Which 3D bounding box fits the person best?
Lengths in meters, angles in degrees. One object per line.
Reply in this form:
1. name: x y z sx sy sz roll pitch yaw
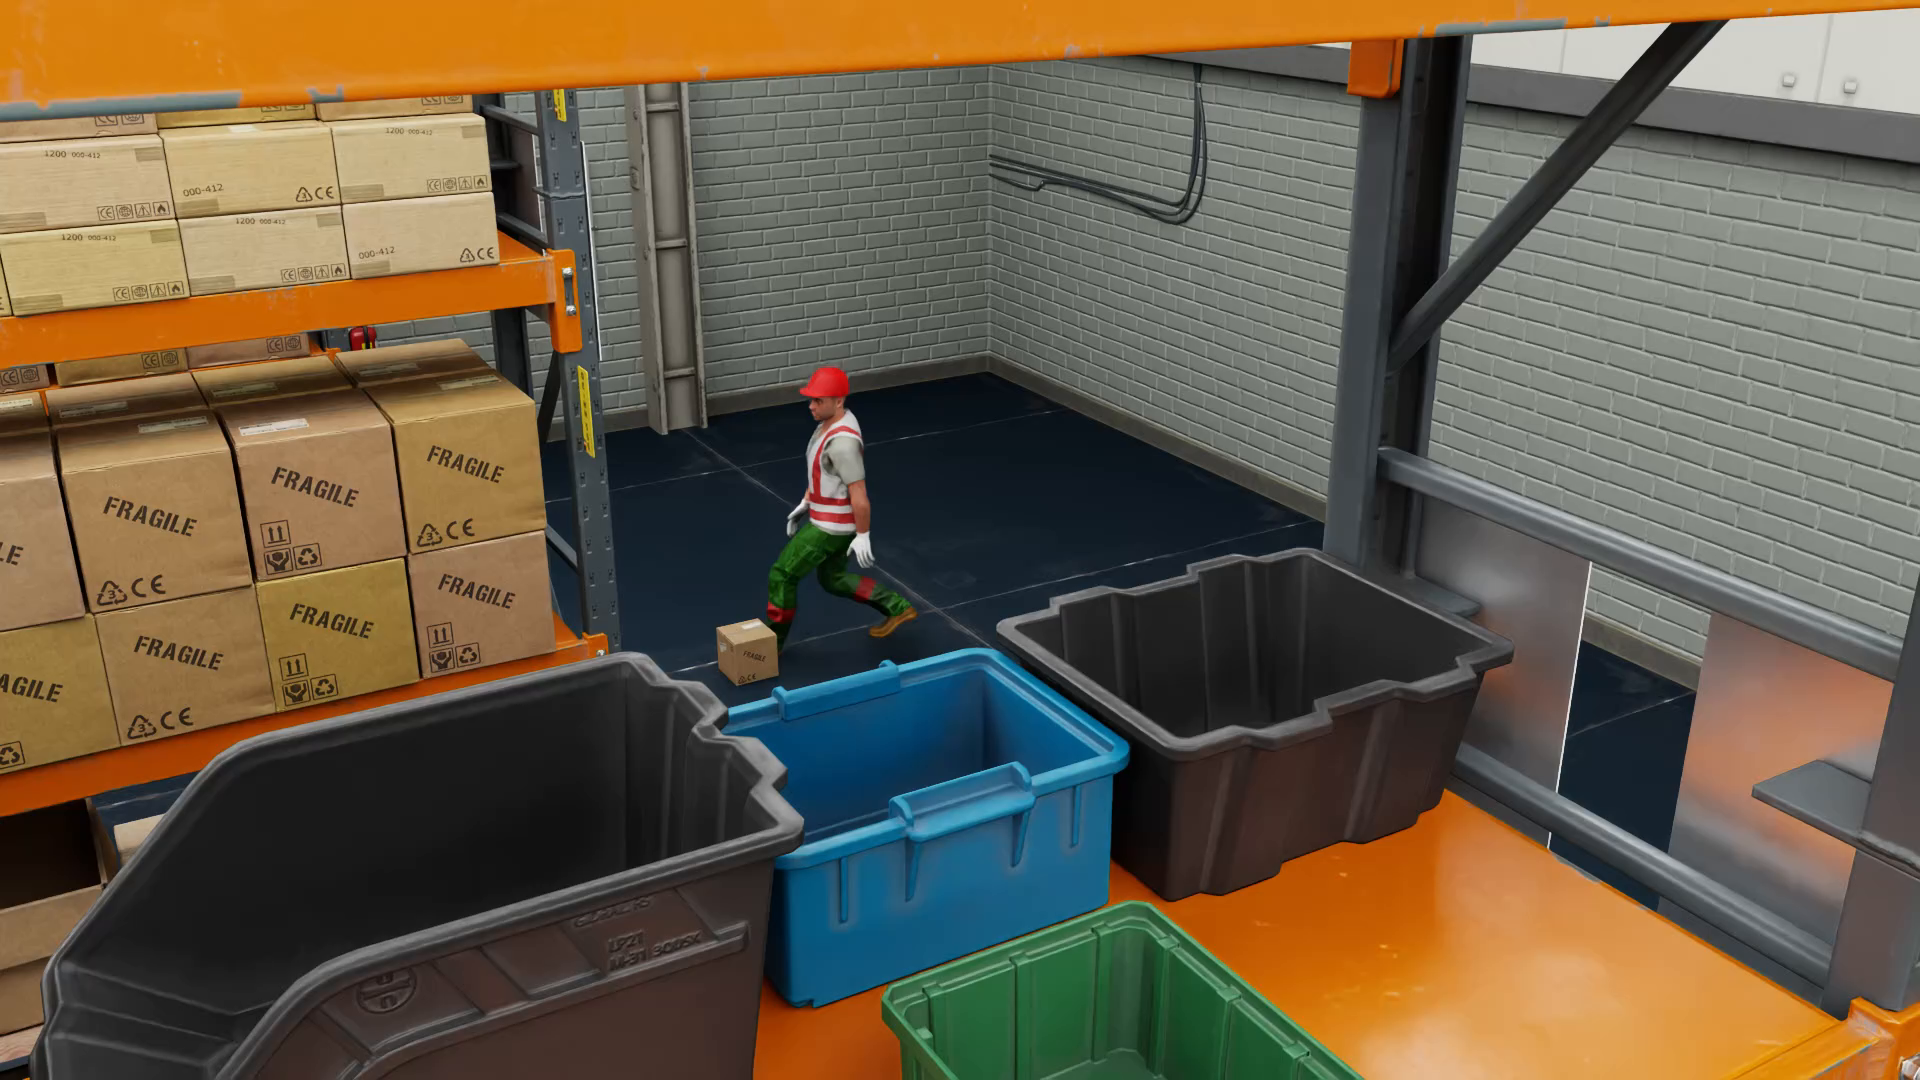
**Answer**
1. person: -0.708 -0.153 9.020 0.868 1.634 0.507 0 22 1
